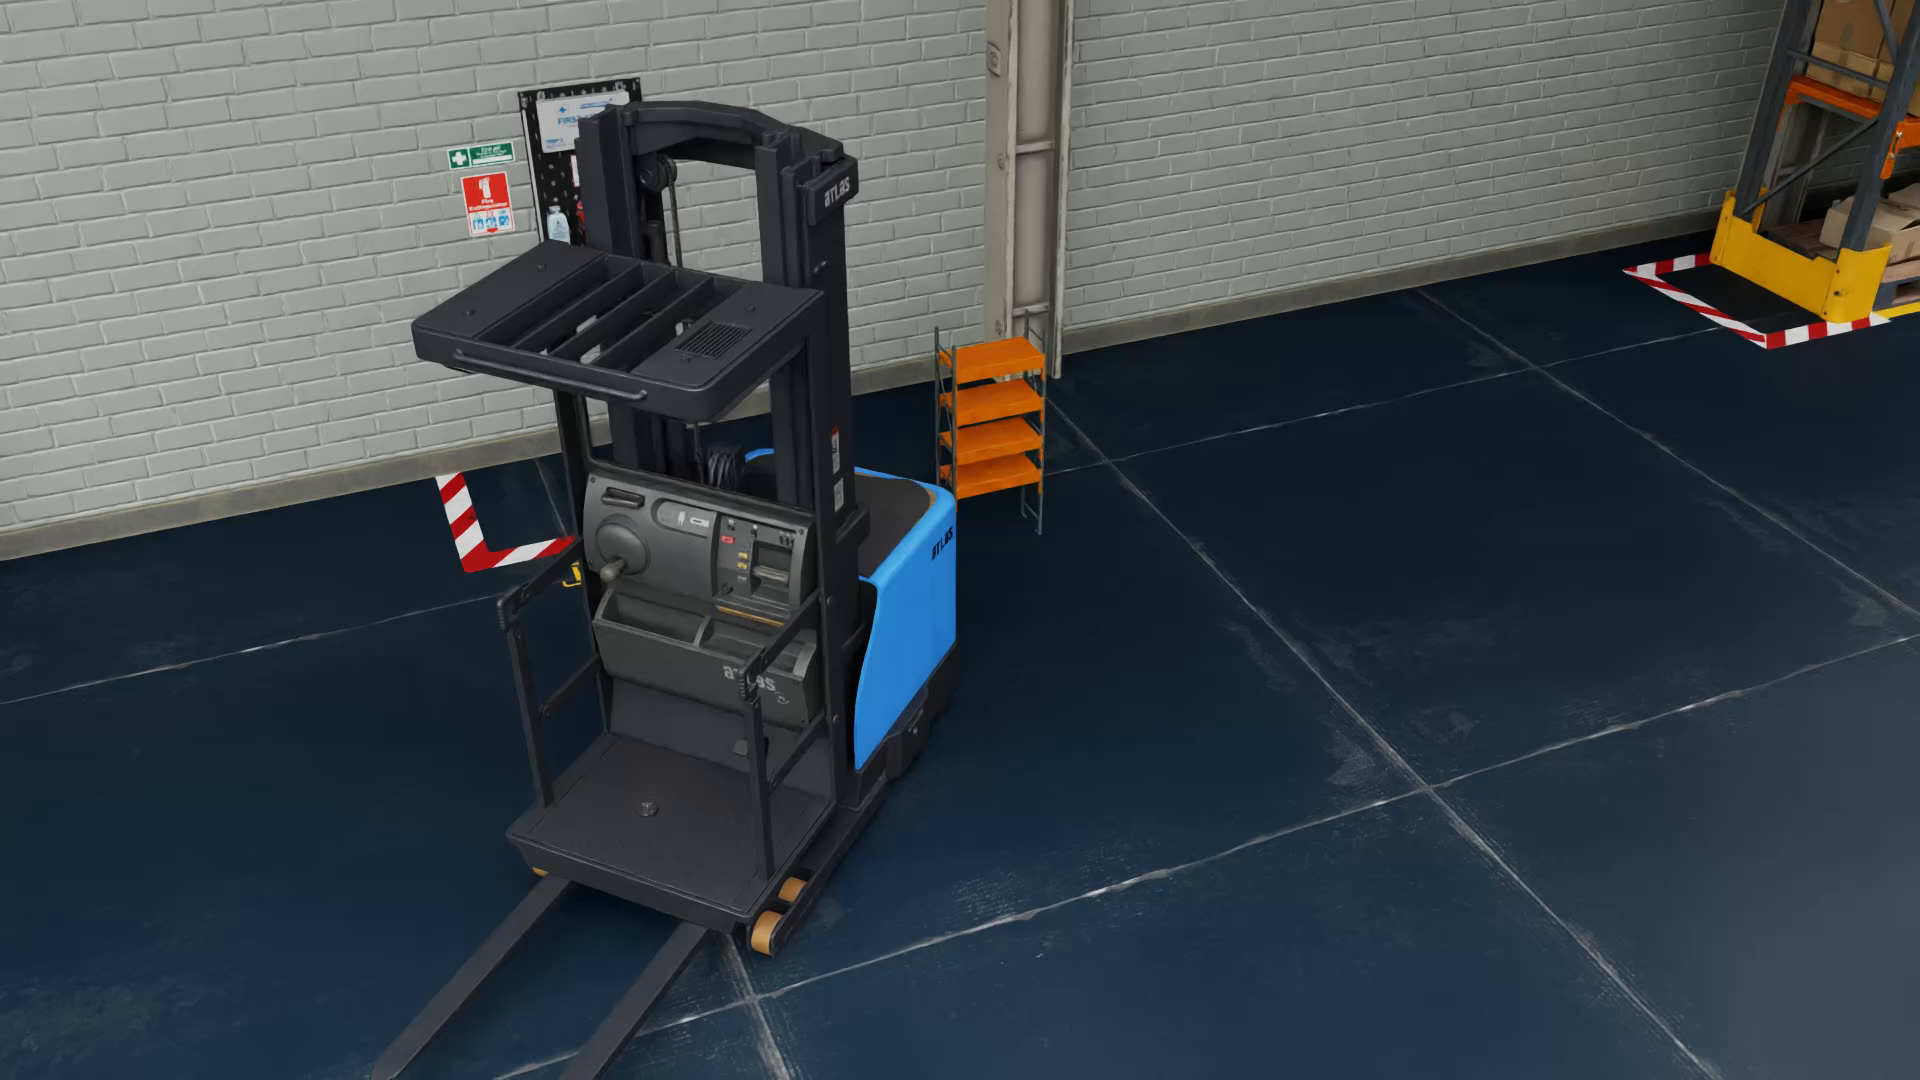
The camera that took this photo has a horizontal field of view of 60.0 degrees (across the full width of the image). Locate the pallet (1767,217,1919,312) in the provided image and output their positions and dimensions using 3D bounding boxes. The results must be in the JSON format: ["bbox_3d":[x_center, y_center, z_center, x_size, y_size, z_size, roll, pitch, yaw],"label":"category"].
[{"bbox_3d":[6.442,-1.985,11.608,1.213,0.211,1.003,-13,35,-19],"label":"pallet"}]

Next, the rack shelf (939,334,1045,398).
[{"bbox_3d":[0.153,-0.867,8.262,0.480,0.148,0.258,-13,35,-19],"label":"rack shelf"}]

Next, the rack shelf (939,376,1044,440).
[{"bbox_3d":[0.153,-0.669,8.391,0.480,0.148,0.258,-13,35,-19],"label":"rack shelf"}]

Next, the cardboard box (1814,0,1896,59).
[{"bbox_3d":[5.962,-3.450,10.734,0.500,0.500,0.500,-13,35,-19],"label":"cardboard box"}]

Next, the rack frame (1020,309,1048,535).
[{"bbox_3d":[0.378,-0.589,8.556,0.015,1.200,0.240,-13,35,-19],"label":"rack frame"}]

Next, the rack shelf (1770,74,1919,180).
[{"bbox_3d":[7.453,-3.105,11.431,4.000,0.370,1.077,-13,35,-19],"label":"rack shelf"}]

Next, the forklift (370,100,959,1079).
[{"bbox_3d":[-1.062,0.080,5.940,1.130,2.935,3.031,14,35,20],"label":"forklift"}]

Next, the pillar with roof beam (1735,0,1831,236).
[{"bbox_3d":[7.586,-3.917,6.519,0.400,9.000,9.100,-13,35,-19],"label":"pillar with roof beam"}]

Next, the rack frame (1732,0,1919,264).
[{"bbox_3d":[5.609,-2.984,10.586,0.127,3.000,1.000,-13,35,-19],"label":"rack frame"}]

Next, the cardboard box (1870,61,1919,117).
[{"bbox_3d":[6.182,-2.873,10.534,0.500,0.250,0.500,-14,36,-20],"label":"cardboard box"}]

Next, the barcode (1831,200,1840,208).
[{"bbox_3d":[6.144,-2.351,11.667,0.075,0.075,0.001,-13,35,-19],"label":"barcode"}]

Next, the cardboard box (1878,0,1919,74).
[{"bbox_3d":[6.166,-3.194,10.340,0.500,0.500,0.500,-13,35,-19],"label":"cardboard box"}]

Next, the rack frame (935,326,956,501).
[{"bbox_3d":[-0.072,-0.486,8.397,0.015,1.200,0.240,-13,35,-19],"label":"rack frame"}]

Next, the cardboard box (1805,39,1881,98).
[{"bbox_3d":[5.965,-3.126,10.923,0.500,0.250,0.500,-12,35,-18],"label":"cardboard box"}]

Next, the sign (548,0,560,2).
[{"bbox_3d":[-1.952,-2.818,8.205,0.199,0.298,0.001,-13,35,-19],"label":"sign"}]

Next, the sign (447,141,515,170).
[{"bbox_3d":[-2.448,-1.966,8.503,0.331,0.109,0.001,-13,35,-19],"label":"sign"}]

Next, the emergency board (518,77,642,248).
[{"bbox_3d":[-1.906,-1.798,8.762,0.643,1.169,0.194,-13,35,-19],"label":"emergency board"}]

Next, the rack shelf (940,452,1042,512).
[{"bbox_3d":[0.153,-0.315,8.621,0.480,0.148,0.258,-13,35,-19],"label":"rack shelf"}]

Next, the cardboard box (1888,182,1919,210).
[{"bbox_3d":[6.808,-2.263,11.539,0.500,0.311,0.500,-10,34,-15],"label":"cardboard box"}]

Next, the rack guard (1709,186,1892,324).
[{"bbox_3d":[5.679,-1.953,11.292,0.348,0.500,1.175,-13,35,-19],"label":"rack guard"}]

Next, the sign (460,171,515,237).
[{"bbox_3d":[-2.455,-1.748,8.653,0.234,0.329,0.001,-13,35,-19],"label":"sign"}]

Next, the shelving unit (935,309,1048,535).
[{"bbox_3d":[0.153,-0.538,8.476,0.503,1.200,0.258,-13,35,-19],"label":"shelving unit"}]

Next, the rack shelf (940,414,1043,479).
[{"bbox_3d":[0.153,-0.481,8.513,0.480,0.148,0.258,-13,35,-19],"label":"rack shelf"}]

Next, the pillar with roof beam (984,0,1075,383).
[{"bbox_3d":[2.054,-2.650,4.572,0.400,9.000,9.100,-13,35,-19],"label":"pillar with roof beam"}]

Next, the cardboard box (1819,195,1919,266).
[{"bbox_3d":[6.282,-2.142,11.354,0.500,0.311,0.500,-17,37,-24],"label":"cardboard box"}]
